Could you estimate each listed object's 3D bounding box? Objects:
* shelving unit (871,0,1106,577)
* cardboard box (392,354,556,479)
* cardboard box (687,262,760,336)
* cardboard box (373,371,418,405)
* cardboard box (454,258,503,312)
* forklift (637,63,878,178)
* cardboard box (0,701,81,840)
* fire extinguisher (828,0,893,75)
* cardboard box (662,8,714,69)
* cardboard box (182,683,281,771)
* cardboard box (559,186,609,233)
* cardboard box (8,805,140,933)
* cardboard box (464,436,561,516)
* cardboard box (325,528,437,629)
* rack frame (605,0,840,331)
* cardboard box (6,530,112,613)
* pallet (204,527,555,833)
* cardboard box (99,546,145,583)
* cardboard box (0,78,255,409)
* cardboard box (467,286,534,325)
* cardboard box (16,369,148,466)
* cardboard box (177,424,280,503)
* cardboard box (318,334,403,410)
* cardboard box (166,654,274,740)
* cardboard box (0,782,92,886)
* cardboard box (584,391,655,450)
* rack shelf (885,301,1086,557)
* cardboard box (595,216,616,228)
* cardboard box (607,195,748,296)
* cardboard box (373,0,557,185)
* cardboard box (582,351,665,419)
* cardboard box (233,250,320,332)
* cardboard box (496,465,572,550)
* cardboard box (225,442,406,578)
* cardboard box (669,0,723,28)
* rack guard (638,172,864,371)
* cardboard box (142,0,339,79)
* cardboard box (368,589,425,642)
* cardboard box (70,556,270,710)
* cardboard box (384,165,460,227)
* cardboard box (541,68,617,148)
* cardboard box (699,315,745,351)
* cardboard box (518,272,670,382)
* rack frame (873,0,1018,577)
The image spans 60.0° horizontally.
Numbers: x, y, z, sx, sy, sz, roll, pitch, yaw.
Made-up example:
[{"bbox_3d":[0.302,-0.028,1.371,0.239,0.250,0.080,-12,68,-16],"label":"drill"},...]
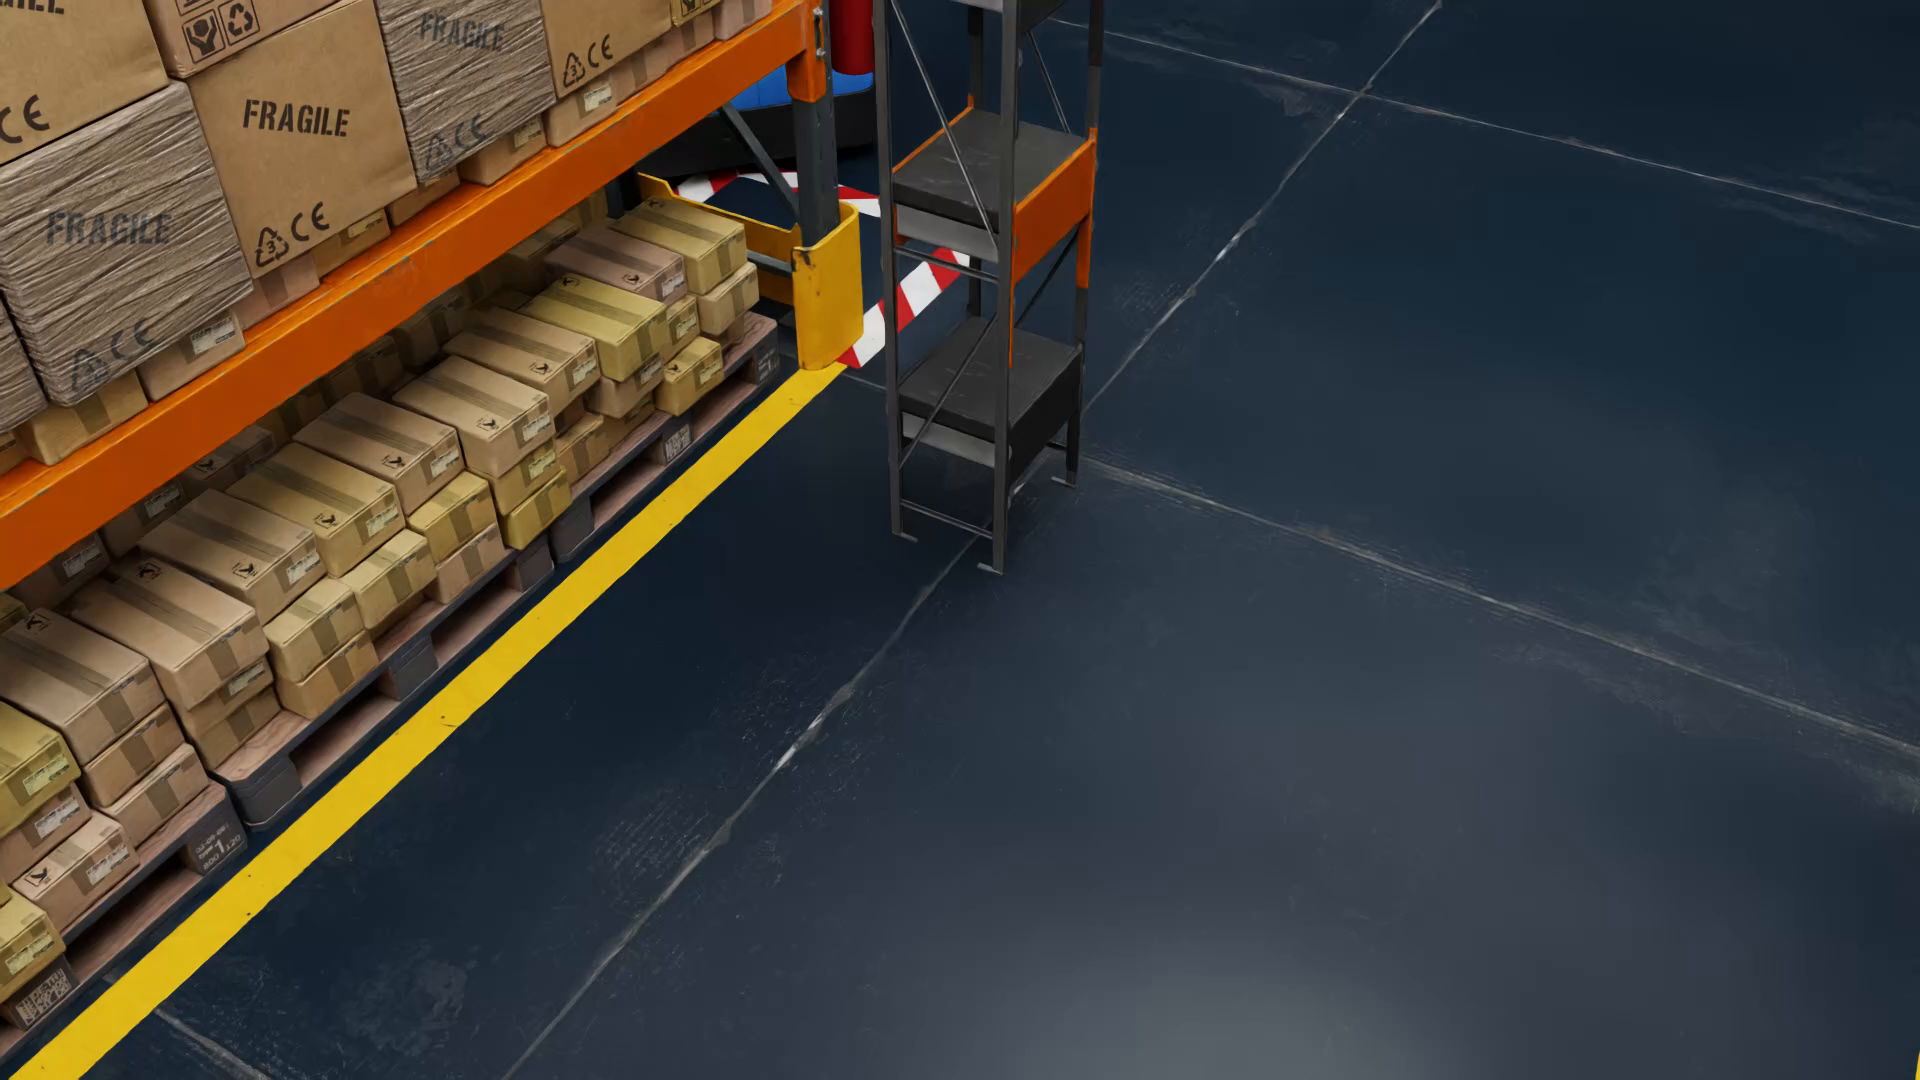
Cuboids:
[{"bbox_3d":[0.083,-0.883,4.664,0.431,2.100,0.503,21,45,22],"label":"shelving unit"},{"bbox_3d":[-1.394,-0.359,4.777,0.380,0.149,0.250,23,46,24],"label":"cardboard box"},{"bbox_3d":[-0.900,-0.852,5.562,0.380,0.149,0.250,20,45,21],"label":"cardboard box"},{"bbox_3d":[-1.872,-0.432,5.085,0.380,0.149,0.250,19,45,20],"label":"cardboard box"},{"bbox_3d":[-1.710,-0.873,5.361,0.380,0.149,0.250,21,45,22],"label":"cardboard box"},{"bbox_3d":[-1.314,-3.570,7.086,1.130,2.935,3.031,-13,43,-14],"label":"forklift"},{"bbox_3d":[-2.260,0.502,3.800,0.380,0.149,0.250,20,45,21],"label":"cardboard box"},{"bbox_3d":[-0.357,-1.871,5.446,0.296,0.674,0.183,21,45,22],"label":"fire extinguisher"},{"bbox_3d":[-0.958,-1.544,4.924,0.380,0.149,0.250,21,45,22],"label":"cardboard box"},{"bbox_3d":[-2.023,0.411,4.353,0.380,0.149,0.250,19,45,20],"label":"cardboard box"},{"bbox_3d":[-1.439,-1.172,5.701,0.380,0.149,0.250,19,45,20],"label":"cardboard box"},{"bbox_3d":[-2.212,0.739,3.981,0.380,0.149,0.250,21,45,22],"label":"cardboard box"},{"bbox_3d":[-1.406,-0.253,4.882,0.380,0.149,0.250,22,46,23],"label":"cardboard box"},{"bbox_3d":[-1.665,0.054,4.533,0.380,0.149,0.250,21,46,22],"label":"cardboard box"},{"bbox_3d":[-0.883,-2.049,5.307,1.000,3.000,0.127,21,45,22],"label":"rack frame"},{"bbox_3d":[-2.467,0.027,4.339,0.380,0.149,0.250,19,45,20],"label":"cardboard box"},{"bbox_3d":[-1.970,0.190,4.875,1.003,0.211,1.213,21,45,22],"label":"pallet"},{"bbox_3d":[-2.286,0.027,4.564,0.380,0.149,0.250,19,45,20],"label":"cardboard box"},{"bbox_3d":[-1.894,-0.671,3.441,0.500,0.500,0.500,20,45,21],"label":"cardboard box"},{"bbox_3d":[-1.599,-0.726,5.419,0.380,0.149,0.250,21,46,23],"label":"cardboard box"},{"bbox_3d":[-1.983,-0.338,3.554,0.380,0.149,0.250,22,46,23],"label":"cardboard box"},{"bbox_3d":[-2.124,-0.237,4.639,0.380,0.149,0.250,21,46,22],"label":"cardboard box"},{"bbox_3d":[-1.909,-0.548,4.992,0.380,0.149,0.250,23,46,24],"label":"cardboard box"},{"bbox_3d":[-1.991,0.310,4.242,0.380,0.149,0.250,23,46,24],"label":"cardboard box"},{"bbox_3d":[-2.286,0.613,3.898,0.380,0.149,0.250,21,45,22],"label":"cardboard box"},{"bbox_3d":[-1.214,-0.463,5.345,0.380,0.149,0.250,21,45,22],"label":"cardboard box"},{"bbox_3d":[0.083,-0.347,5.135,0.431,0.518,0.480,21,45,22],"label":"rack shelf"},{"bbox_3d":[-1.367,-1.033,5.768,0.380,0.149,0.250,23,46,24],"label":"cardboard box"},{"bbox_3d":[-0.928,-0.973,5.474,0.380,0.149,0.250,21,46,23],"label":"cardboard box"},{"bbox_3d":[-1.393,-1.269,4.121,0.500,0.500,0.500,21,46,22],"label":"cardboard box"},{"bbox_3d":[-1.158,-0.554,5.223,0.380,0.149,0.250,19,45,20],"label":"cardboard box"},{"bbox_3d":[-1.749,-0.658,3.917,0.380,0.149,0.250,23,46,24],"label":"cardboard box"},{"bbox_3d":[-1.399,-0.151,4.991,0.380,0.149,0.250,19,45,20],"label":"cardboard box"},{"bbox_3d":[-1.729,-0.085,4.466,0.380,0.149,0.250,21,46,22],"label":"cardboard box"},{"bbox_3d":[-0.885,-1.856,4.787,0.500,0.500,0.500,22,46,23],"label":"cardboard box"},{"bbox_3d":[-0.921,-1.067,6.083,1.175,0.500,0.348,21,45,22],"label":"rack guard"},{"bbox_3d":[-1.664,-1.335,3.439,0.500,0.500,0.500,19,45,21],"label":"cardboard box"},{"bbox_3d":[-1.745,0.119,4.685,0.380,0.149,0.250,22,46,23],"label":"cardboard box"},{"bbox_3d":[-1.951,0.226,4.113,0.380,0.149,0.250,22,46,23],"label":"cardboard box"},{"bbox_3d":[-1.522,-0.966,4.268,0.380,0.149,0.250,19,45,20],"label":"cardboard box"},{"bbox_3d":[-1.178,-1.242,4.581,0.380,0.149,0.250,22,46,23],"label":"cardboard box"},{"bbox_3d":[-0.966,-0.766,5.690,0.380,0.149,0.250,22,46,23],"label":"cardboard box"},{"bbox_3d":[-1.123,-0.658,5.117,0.380,0.149,0.250,20,45,21],"label":"cardboard box"},{"bbox_3d":[-0.039,-0.743,4.505,0.400,2.100,0.015,21,45,22],"label":"rack frame"}]
